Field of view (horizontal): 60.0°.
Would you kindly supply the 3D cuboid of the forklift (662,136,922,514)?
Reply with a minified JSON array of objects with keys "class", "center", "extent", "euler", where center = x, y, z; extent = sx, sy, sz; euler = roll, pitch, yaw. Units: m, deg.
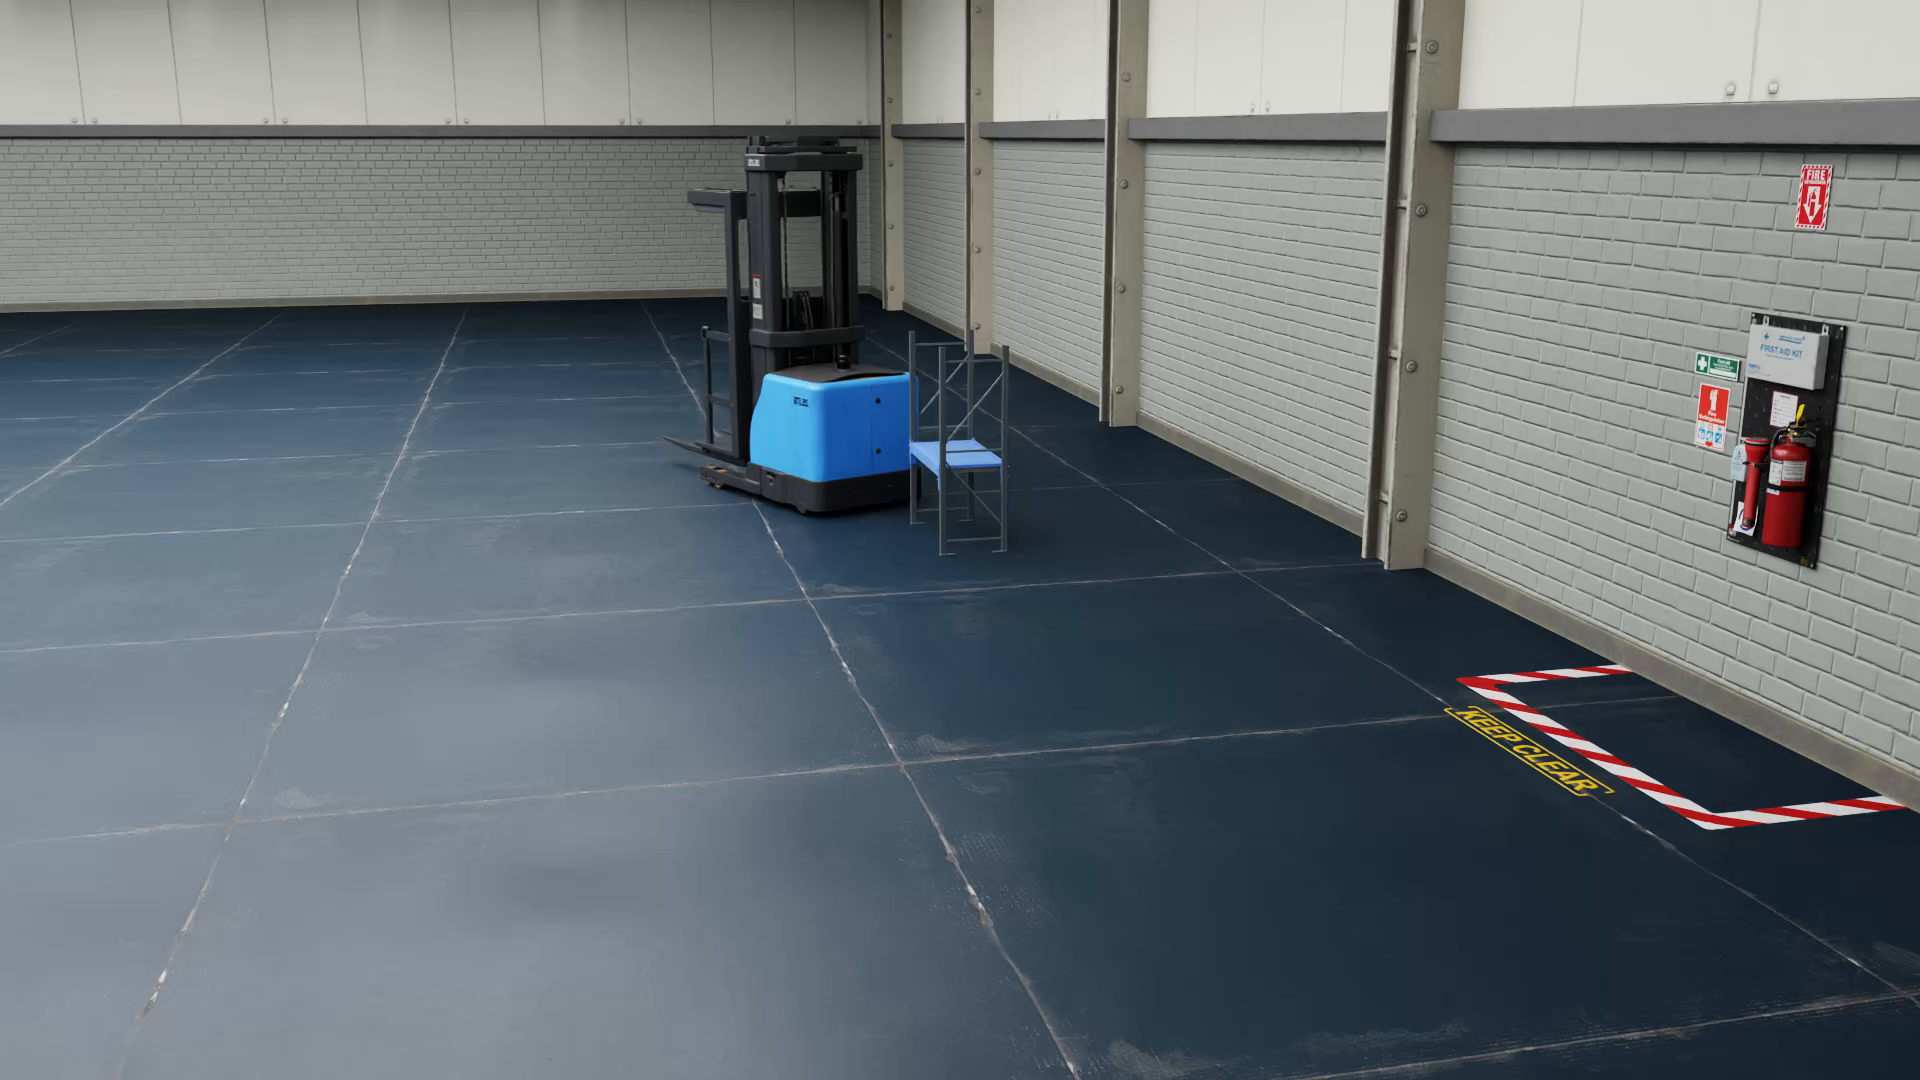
[{"class":"forklift","center":[-1.594,-1.925,14.132],"extent":[1.130,2.935,3.031],"euler":[-10,17,-35]}]

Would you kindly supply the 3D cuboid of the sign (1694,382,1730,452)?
[{"class":"sign","center":[3.914,-0.641,8.657],"extent":[0.001,0.329,0.234],"euler":[-3,14,-13]}]

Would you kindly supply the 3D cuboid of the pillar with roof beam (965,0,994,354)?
[{"class":"pillar with roof beam","center":[-3.925,-6.745,21.075],"extent":[9.100,9.000,0.400],"euler":[-3,14,-13]}]

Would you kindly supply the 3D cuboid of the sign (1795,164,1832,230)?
[{"class":"sign","center":[4.039,-1.624,7.870],"extent":[0.001,0.298,0.199],"euler":[-3,14,-13]}]

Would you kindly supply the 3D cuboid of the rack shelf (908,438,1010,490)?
[{"class":"rack shelf","center":[-0.020,-0.574,12.372],"extent":[0.538,0.185,1.000],"euler":[-3,14,-13]}]

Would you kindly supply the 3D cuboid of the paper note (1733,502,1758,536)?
[{"class":"paper note","center":[3.970,-0.107,8.403],"extent":[0.016,0.148,0.142],"euler":[-3,14,-13]}]

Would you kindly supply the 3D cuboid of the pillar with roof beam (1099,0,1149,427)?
[{"class":"pillar with roof beam","center":[-2.516,-5.361,15.410],"extent":[9.100,9.000,0.400],"euler":[-3,14,-13]}]

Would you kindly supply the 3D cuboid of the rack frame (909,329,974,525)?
[{"class":"rack frame","center":[-0.139,-0.866,12.810],"extent":[0.500,1.500,0.032],"euler":[-3,14,-13]}]

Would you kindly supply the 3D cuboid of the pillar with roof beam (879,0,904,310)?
[{"class":"pillar with roof beam","center":[-5.334,-8.129,26.741],"extent":[9.100,9.000,0.400],"euler":[-3,14,-13]}]

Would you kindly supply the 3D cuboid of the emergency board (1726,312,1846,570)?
[{"class":"emergency board","center":[3.944,-0.491,8.115],"extent":[0.194,1.169,0.643],"euler":[-3,14,-13]}]

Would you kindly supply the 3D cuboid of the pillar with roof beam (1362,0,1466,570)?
[{"class":"pillar with roof beam","center":[-1.106,-3.977,9.744],"extent":[9.100,9.000,0.400],"euler":[-3,14,-13]}]

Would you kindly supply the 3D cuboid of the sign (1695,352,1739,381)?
[{"class":"sign","center":[3.907,-0.897,8.587],"extent":[0.001,0.109,0.331],"euler":[-3,14,-13]}]

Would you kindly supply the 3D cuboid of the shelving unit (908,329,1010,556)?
[{"class":"shelving unit","center":[-0.020,-0.748,12.330],"extent":[0.538,1.500,1.048],"euler":[-3,14,-13]}]

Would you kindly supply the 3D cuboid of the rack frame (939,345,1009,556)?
[{"class":"rack frame","center":[0.099,-0.631,11.850],"extent":[0.500,1.500,0.032],"euler":[-3,14,-13]}]
